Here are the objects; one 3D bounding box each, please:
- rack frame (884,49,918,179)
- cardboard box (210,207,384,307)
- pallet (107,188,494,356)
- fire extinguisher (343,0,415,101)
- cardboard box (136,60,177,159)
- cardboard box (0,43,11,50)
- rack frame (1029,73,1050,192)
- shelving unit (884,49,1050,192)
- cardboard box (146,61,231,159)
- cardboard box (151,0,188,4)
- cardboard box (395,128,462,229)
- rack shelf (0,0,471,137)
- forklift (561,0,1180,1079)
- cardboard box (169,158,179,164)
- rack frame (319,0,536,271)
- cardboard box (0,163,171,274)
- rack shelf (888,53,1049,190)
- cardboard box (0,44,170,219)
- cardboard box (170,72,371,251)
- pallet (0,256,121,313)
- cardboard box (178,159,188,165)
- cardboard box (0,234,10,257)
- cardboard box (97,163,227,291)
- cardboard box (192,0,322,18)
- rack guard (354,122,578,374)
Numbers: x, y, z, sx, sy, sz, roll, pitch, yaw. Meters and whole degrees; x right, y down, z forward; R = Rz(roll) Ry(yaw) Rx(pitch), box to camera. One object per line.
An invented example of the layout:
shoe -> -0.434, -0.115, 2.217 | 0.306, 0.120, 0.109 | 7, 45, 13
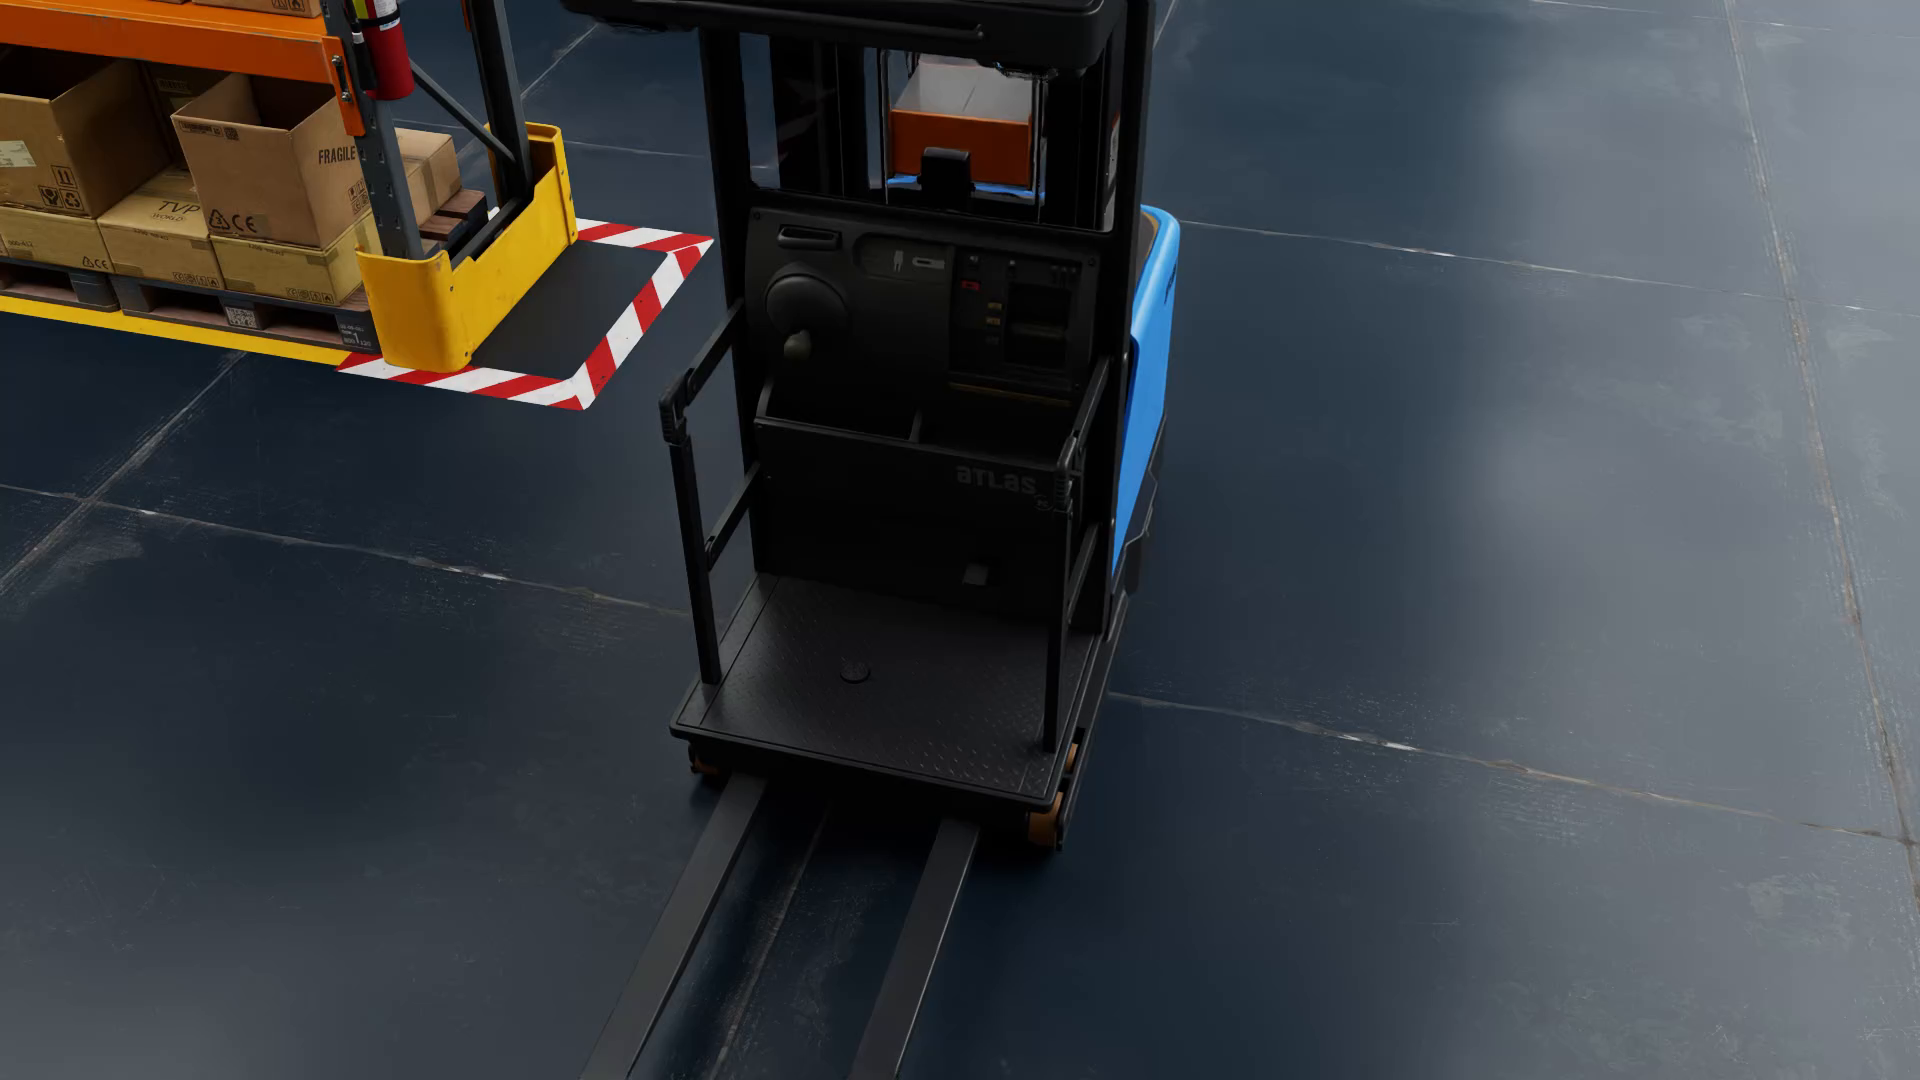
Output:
rack frame -> -0.196, -1.381, 5.762 | 0.015, 2.100, 0.400 | 8, 41, 10
cardboard box -> -2.607, -1.201, 6.659 | 0.500, 0.250, 0.500 | 10, 41, 11
pallet -> -2.762, -1.220, 7.039 | 1.213, 0.211, 1.003 | 10, 41, 11
fire extinguisher -> -2.018, -1.849, 5.680 | 0.183, 0.674, 0.296 | 10, 41, 11
cardboard box -> -3.443, -1.967, 6.988 | 0.500, 0.500, 0.500 | 10, 41, 11
cardboard box -> -4.060, -1.728, 6.703 | 0.500, 0.500, 0.500 | 10, 41, 11
rack frame -> 0.281, -1.313, 5.681 | 0.015, 2.100, 0.400 | 8, 41, 10
shelving unit -> 0.043, -1.347, 5.721 | 0.503, 2.100, 0.431 | 8, 41, 10
cardboard box -> -2.956, -1.891, 6.898 | 0.500, 0.500, 0.500 | 10, 41, 11
cardboard box -> -2.969, -2.395, 6.192 | 0.500, 0.500, 0.700 | 11, 41, 13
cardboard box -> -2.473, -1.522, 7.042 | 0.500, 0.250, 0.500 | 10, 41, 11
rack shelf -> -3.944, -2.244, 6.649 | 4.000, 0.370, 1.077 | 10, 41, 11
forklift -> -0.160, -0.536, 4.110 | 1.130, 2.935, 3.031 | 10, 41, 12
cardboard box -> -3.440, -1.687, 7.237 | 0.500, 0.250, 0.500 | 10, 41, 11
rack frame -> -2.012, -2.187, 6.022 | 0.127, 3.000, 1.000 | 10, 41, 11
cardboard box -> -3.576, -1.358, 6.846 | 0.500, 0.250, 0.500 | 10, 41, 11
rack shelf -> 0.043, -1.337, 5.730 | 0.480, 0.518, 0.431 | 8, 41, 10
cardboard box -> -3.577, -1.644, 6.603 | 0.500, 0.500, 0.500 | 10, 41, 11
cardboard box -> -2.607, -1.486, 6.416 | 0.500, 0.500, 0.500 | 10, 41, 11
pallet -> -3.937, -1.425, 7.282 | 1.213, 0.211, 1.003 | 10, 41, 11
cardboard box -> -2.957, -1.603, 7.138 | 0.500, 0.250, 0.500 | 10, 41, 11
cardboard box -> -4.059, -1.443, 6.947 | 0.500, 0.250, 0.500 | 10, 41, 11
cardboard box -> -3.093, -1.276, 6.749 | 0.500, 0.250, 0.500 | 10, 41, 11
cardboard box -> -2.460, -2.311, 6.092 | 0.500, 0.500, 0.700 | 10, 41, 11
rack guard -> -1.989, -1.226, 6.821 | 0.348, 0.500, 1.175 | 10, 41, 11
